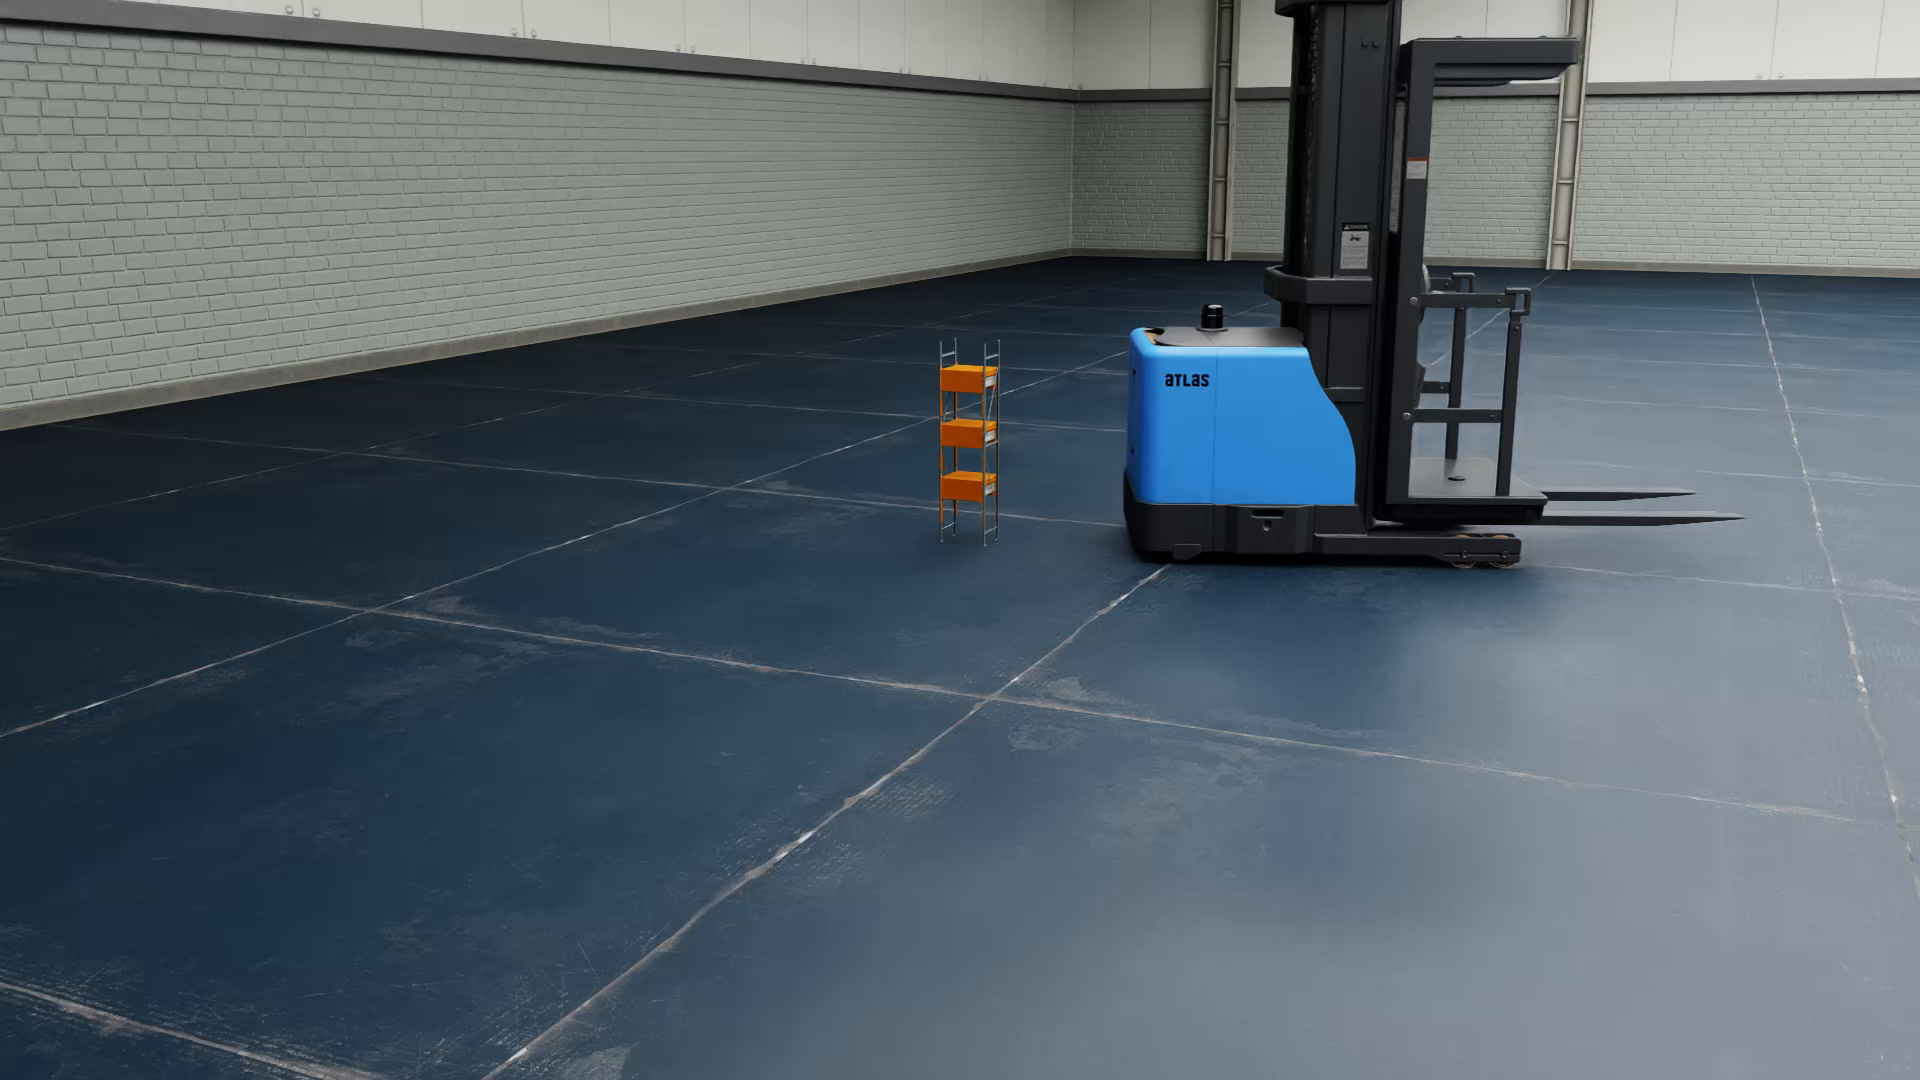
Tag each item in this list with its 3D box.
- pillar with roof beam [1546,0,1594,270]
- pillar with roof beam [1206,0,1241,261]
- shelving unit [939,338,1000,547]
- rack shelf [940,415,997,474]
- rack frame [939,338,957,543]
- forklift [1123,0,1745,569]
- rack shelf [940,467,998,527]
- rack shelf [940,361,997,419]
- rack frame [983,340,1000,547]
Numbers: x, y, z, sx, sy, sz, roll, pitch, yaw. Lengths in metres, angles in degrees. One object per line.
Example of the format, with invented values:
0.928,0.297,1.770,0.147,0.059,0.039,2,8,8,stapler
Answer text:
8.569,-8.148,23.782,0.400,9.000,9.100,6,14,23,pillar with roof beam
3.083,-8.703,26.148,0.400,9.000,9.100,6,14,23,pillar with roof beam
0.049,-0.506,8.614,0.252,1.050,0.215,6,14,23,shelving unit
0.049,-0.496,8.616,0.240,0.259,0.215,6,14,23,rack shelf
-0.063,-0.517,8.662,0.008,1.050,0.200,6,14,23,rack frame
2.396,-1.409,8.344,3.031,2.935,1.130,0,13,2,forklift
0.049,-0.225,8.680,0.240,0.259,0.215,6,14,23,rack shelf
0.049,-0.772,8.551,0.240,0.259,0.215,6,14,23,rack shelf
0.160,-0.495,8.566,0.008,1.050,0.200,6,14,23,rack frame
